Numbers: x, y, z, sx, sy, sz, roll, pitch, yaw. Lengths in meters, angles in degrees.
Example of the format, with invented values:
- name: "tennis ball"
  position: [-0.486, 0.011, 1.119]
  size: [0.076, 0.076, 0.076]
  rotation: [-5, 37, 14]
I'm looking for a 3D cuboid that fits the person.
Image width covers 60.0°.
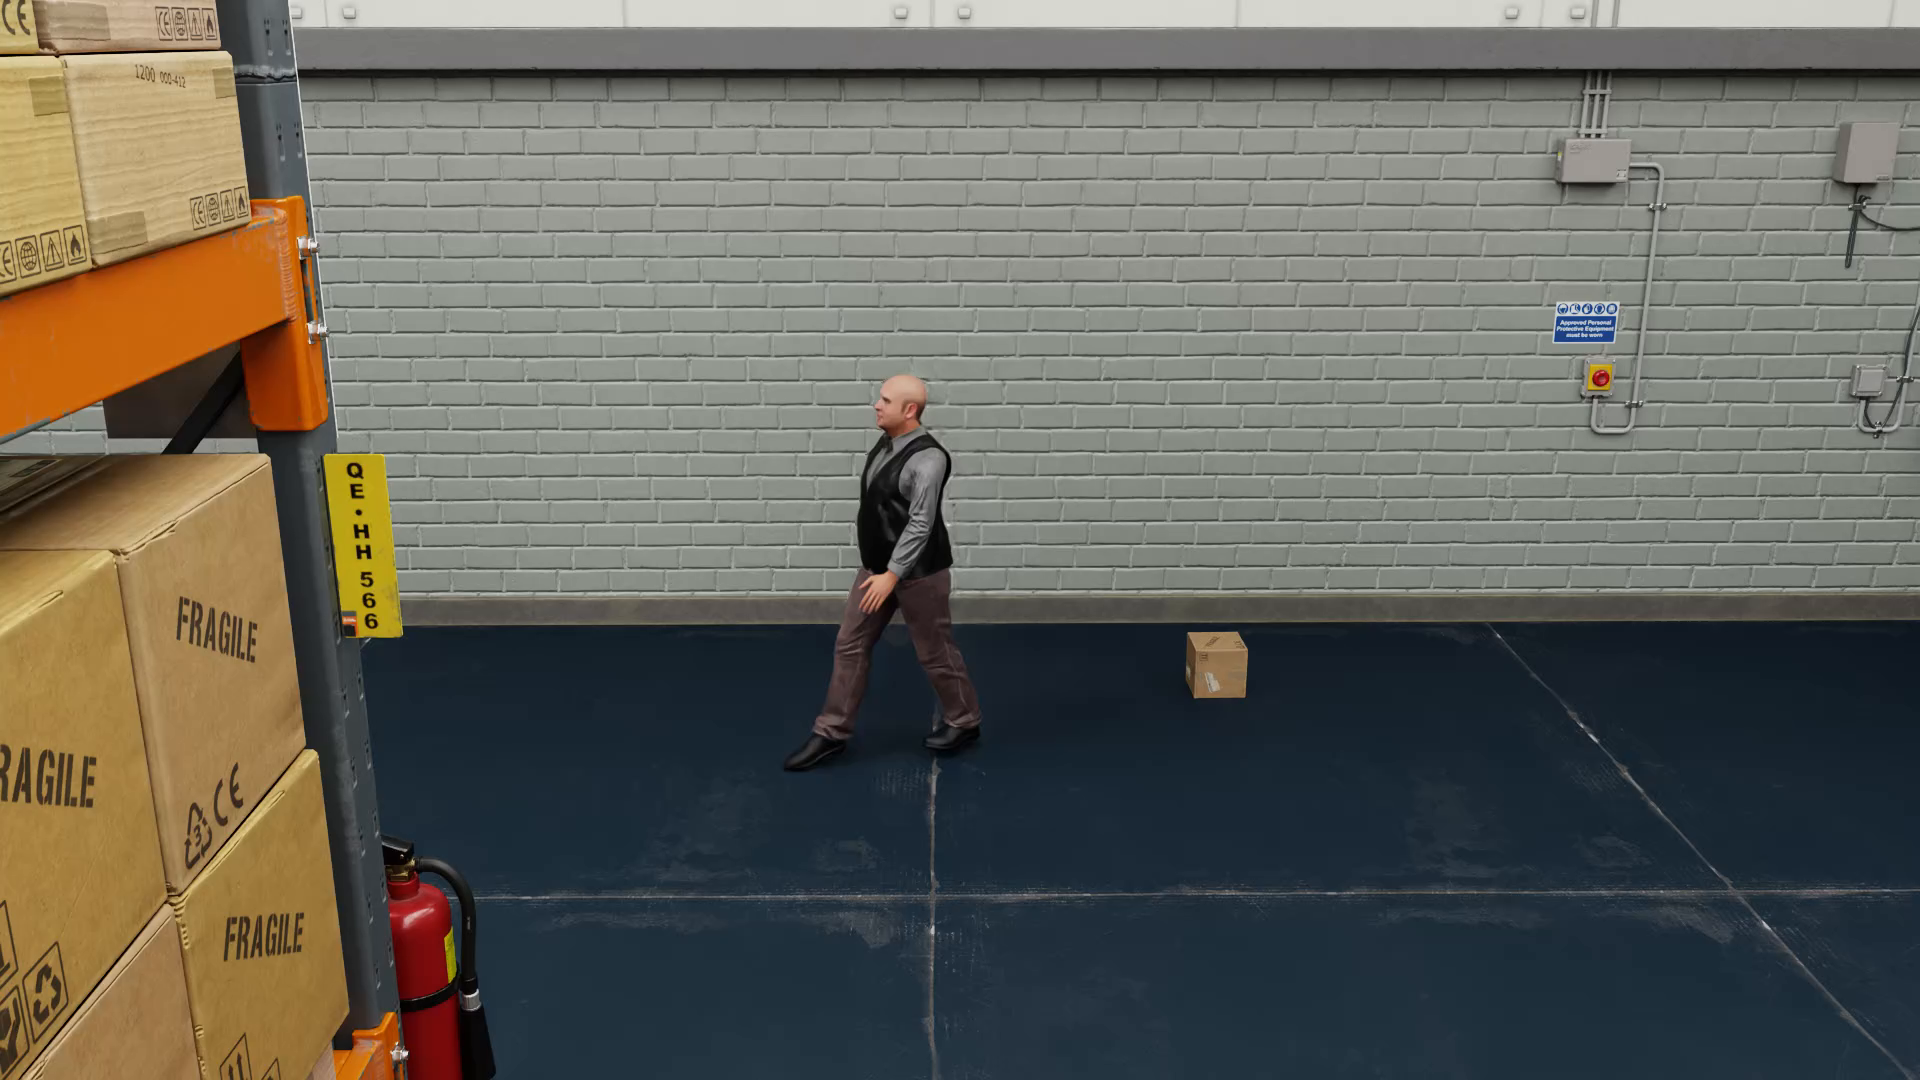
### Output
- name: "person"
  position: [-0.306, 0.148, 7.080]
  size: [0.899, 1.710, 0.555]
  rotation: [-10, 19, -29]
